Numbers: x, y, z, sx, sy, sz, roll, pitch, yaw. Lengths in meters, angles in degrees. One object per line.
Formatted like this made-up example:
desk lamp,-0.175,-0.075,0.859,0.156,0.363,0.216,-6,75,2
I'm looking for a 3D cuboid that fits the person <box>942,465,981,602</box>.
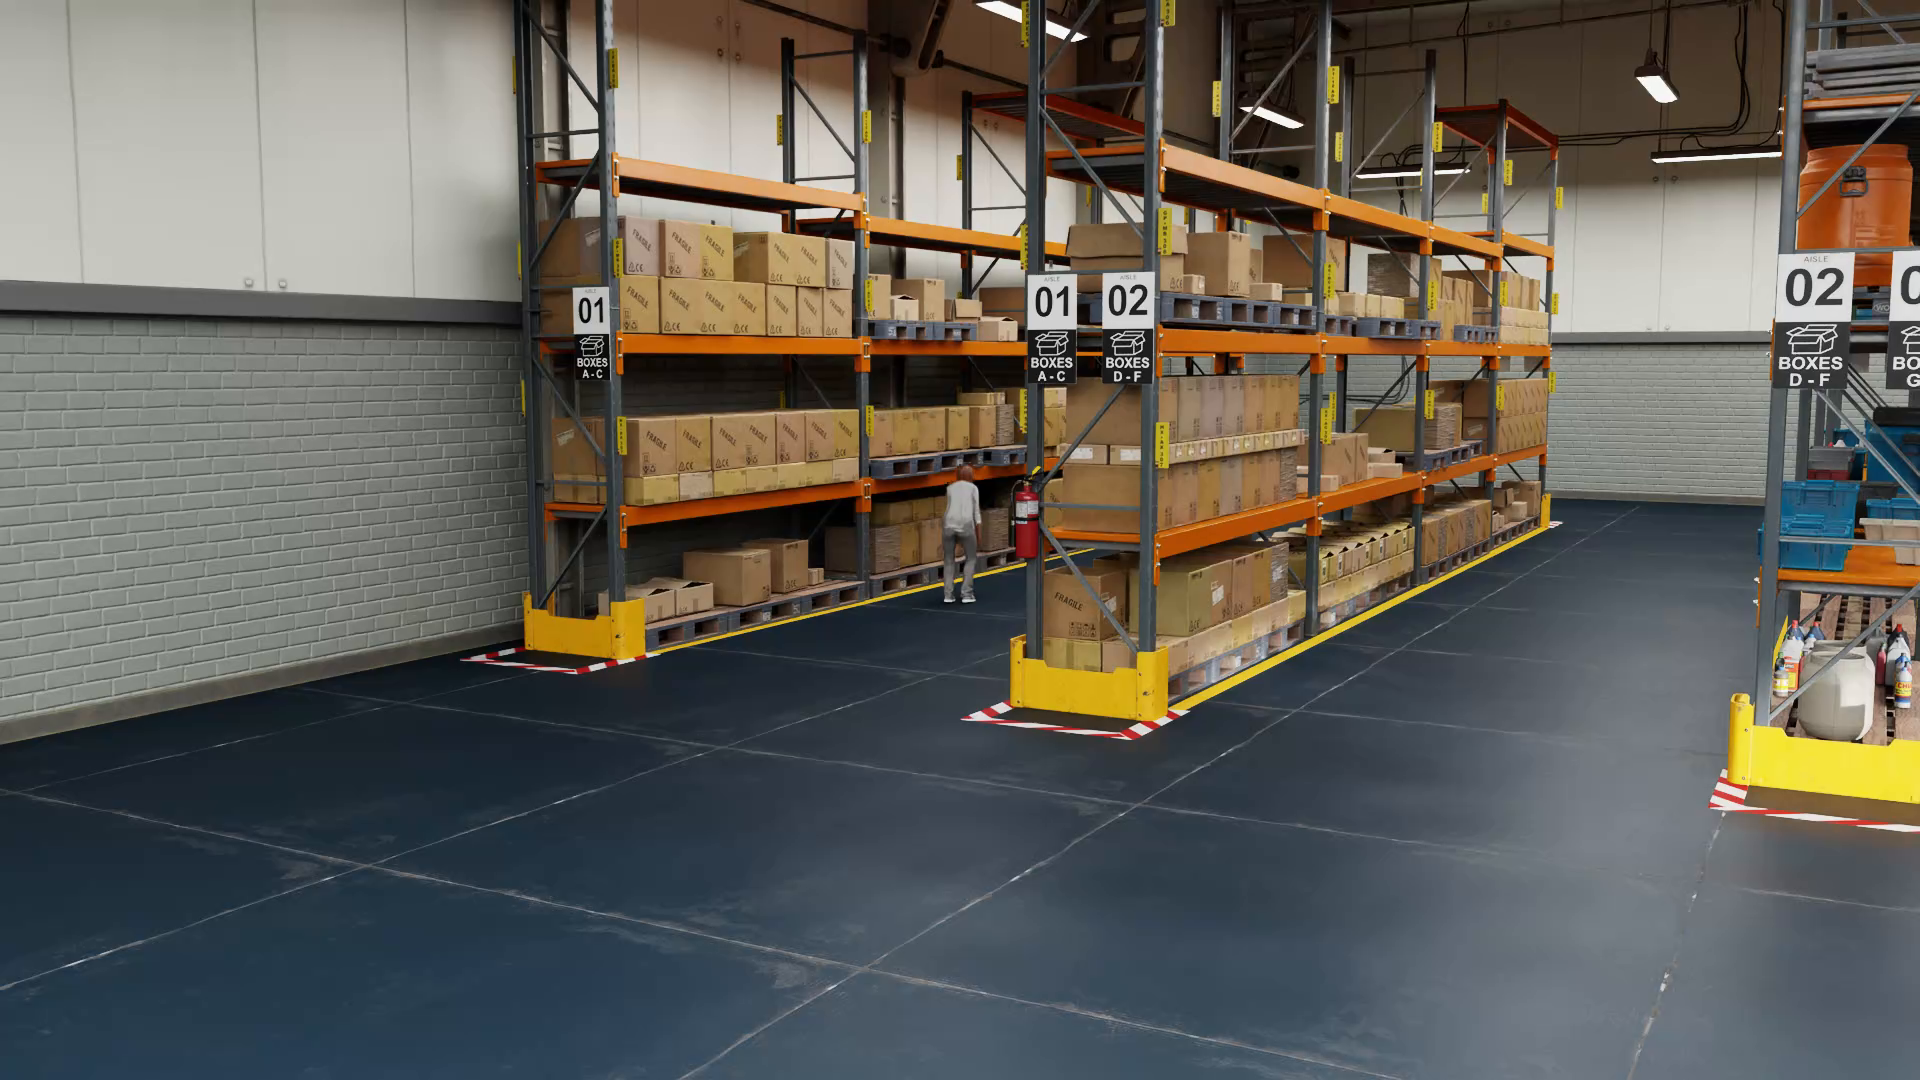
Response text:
person,0.021,-0.056,17.827,0.376,1.444,0.645,2,6,15
